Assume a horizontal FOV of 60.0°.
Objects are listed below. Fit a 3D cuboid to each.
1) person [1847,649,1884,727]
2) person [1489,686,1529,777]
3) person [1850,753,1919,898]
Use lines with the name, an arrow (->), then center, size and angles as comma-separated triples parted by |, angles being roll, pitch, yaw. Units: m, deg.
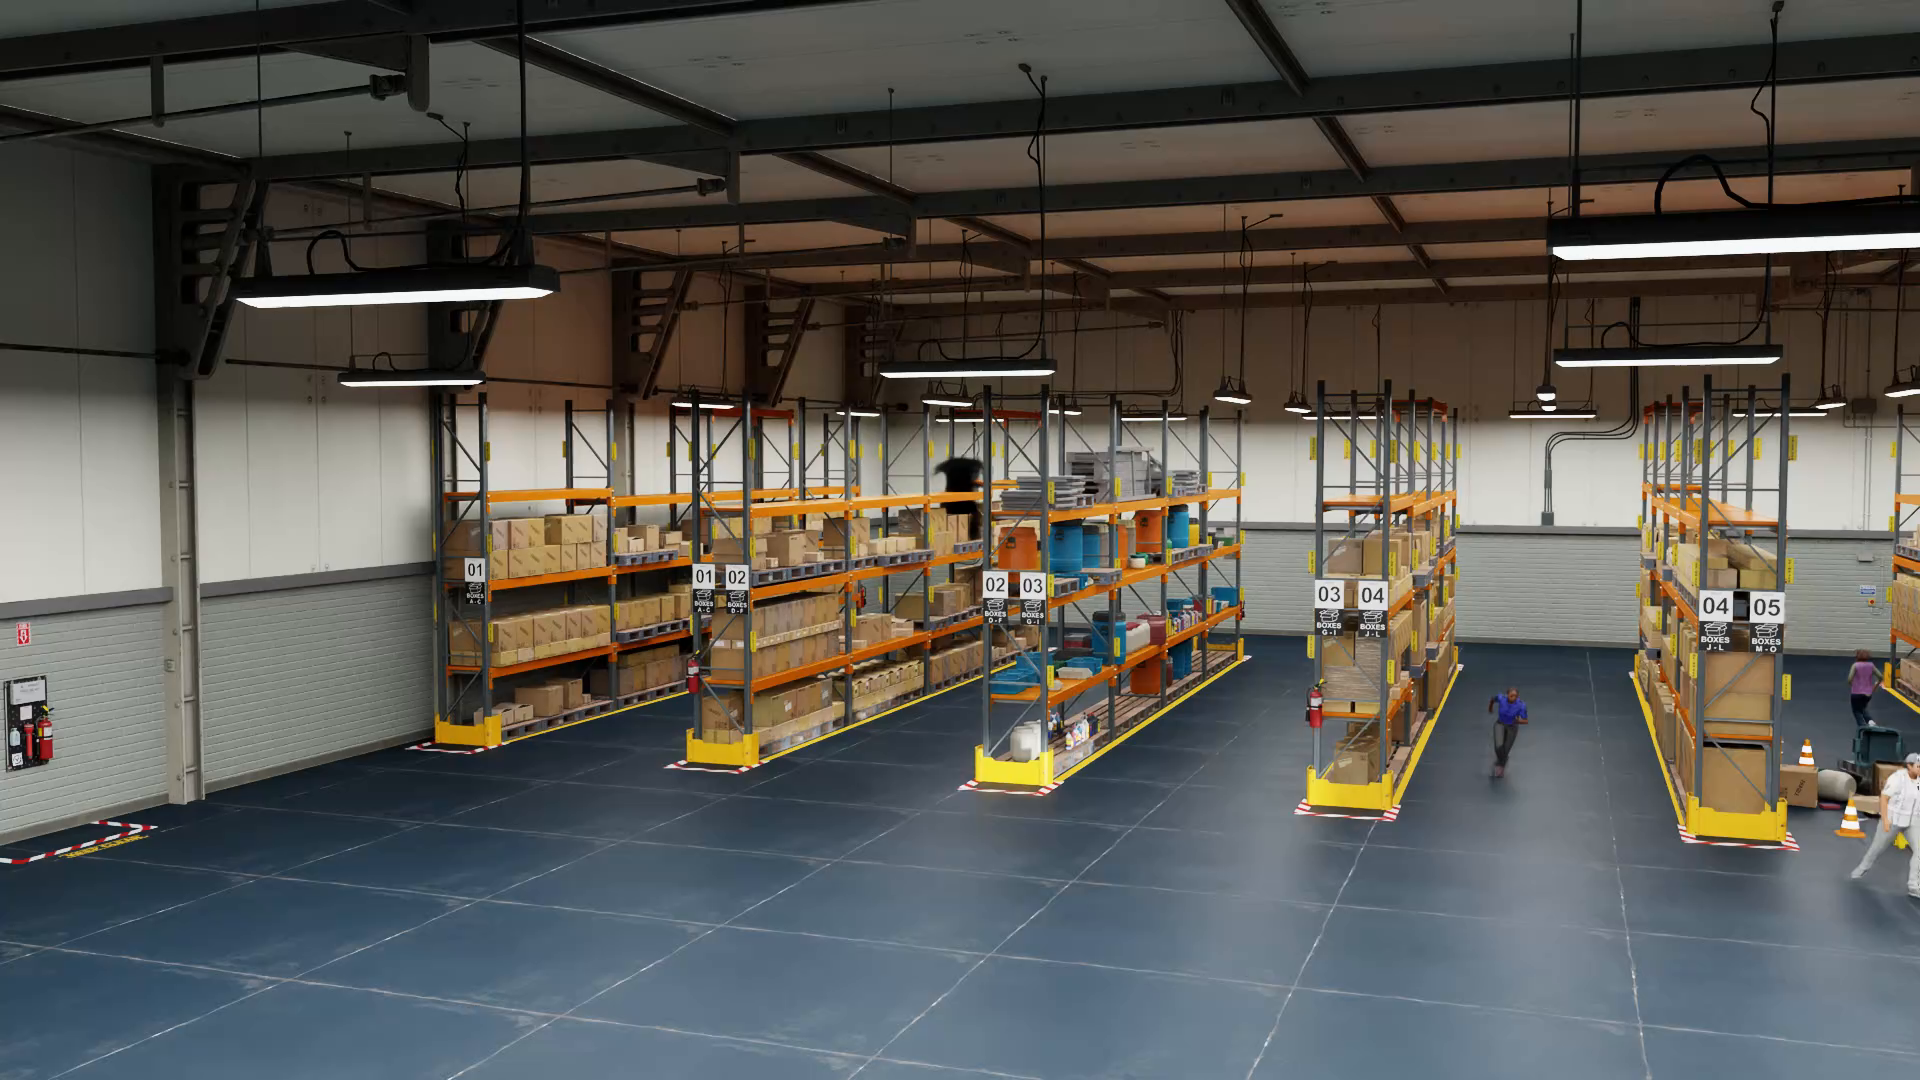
person -> 15.761, 2.680, 29.062 | 0.534, 1.566, 0.530 | 0, 3, 4
person -> 8.413, 2.909, 25.495 | 0.532, 1.434, 1.046 | 1, 3, 12
person -> 10.630, 3.181, 18.880 | 0.617, 1.598, 0.963 | 0, 3, -1
